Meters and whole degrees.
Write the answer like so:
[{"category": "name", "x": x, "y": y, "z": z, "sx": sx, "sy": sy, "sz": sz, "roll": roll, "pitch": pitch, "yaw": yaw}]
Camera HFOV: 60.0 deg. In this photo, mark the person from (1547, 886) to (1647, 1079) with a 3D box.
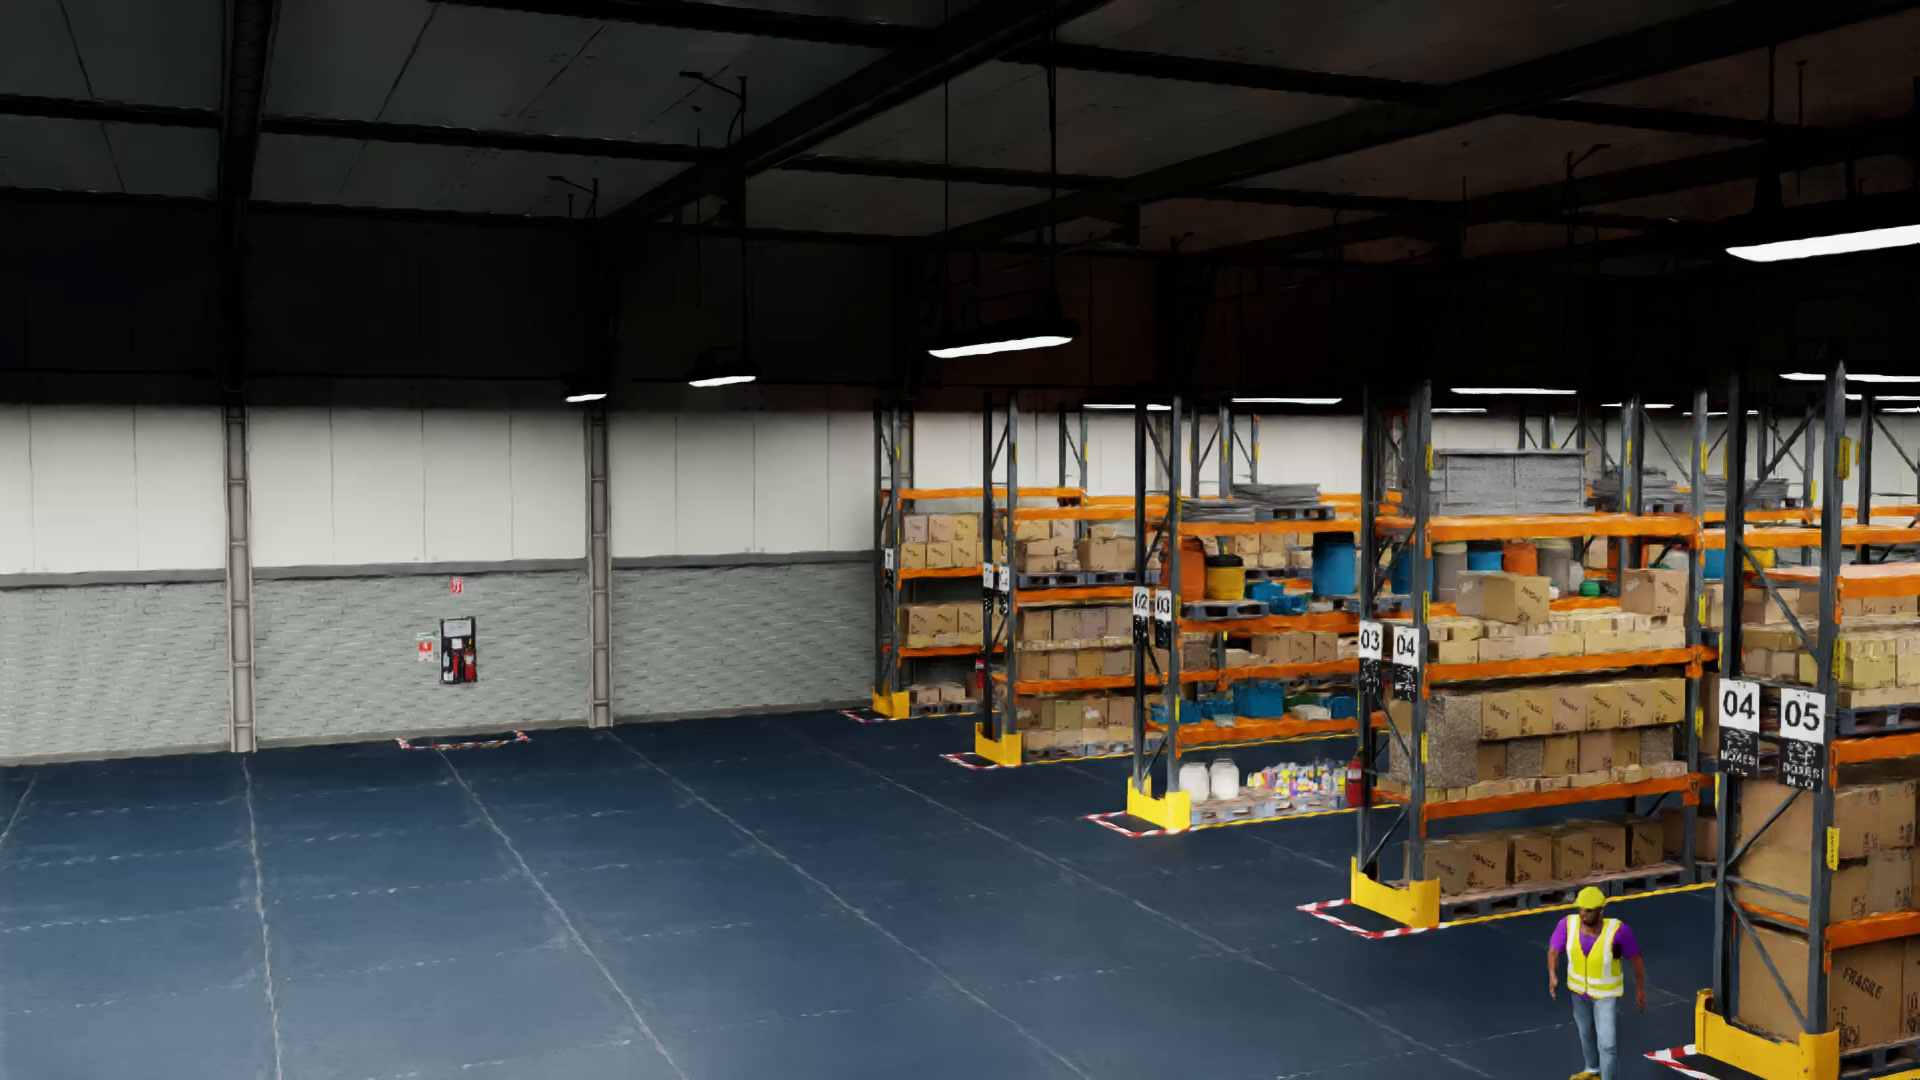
[{"category": "person", "x": 4.992, "y": 3.539, "z": 13.068, "sx": 0.801, "sy": 1.697, "sz": 0.699, "roll": -3, "pitch": 5, "yaw": -44}]
